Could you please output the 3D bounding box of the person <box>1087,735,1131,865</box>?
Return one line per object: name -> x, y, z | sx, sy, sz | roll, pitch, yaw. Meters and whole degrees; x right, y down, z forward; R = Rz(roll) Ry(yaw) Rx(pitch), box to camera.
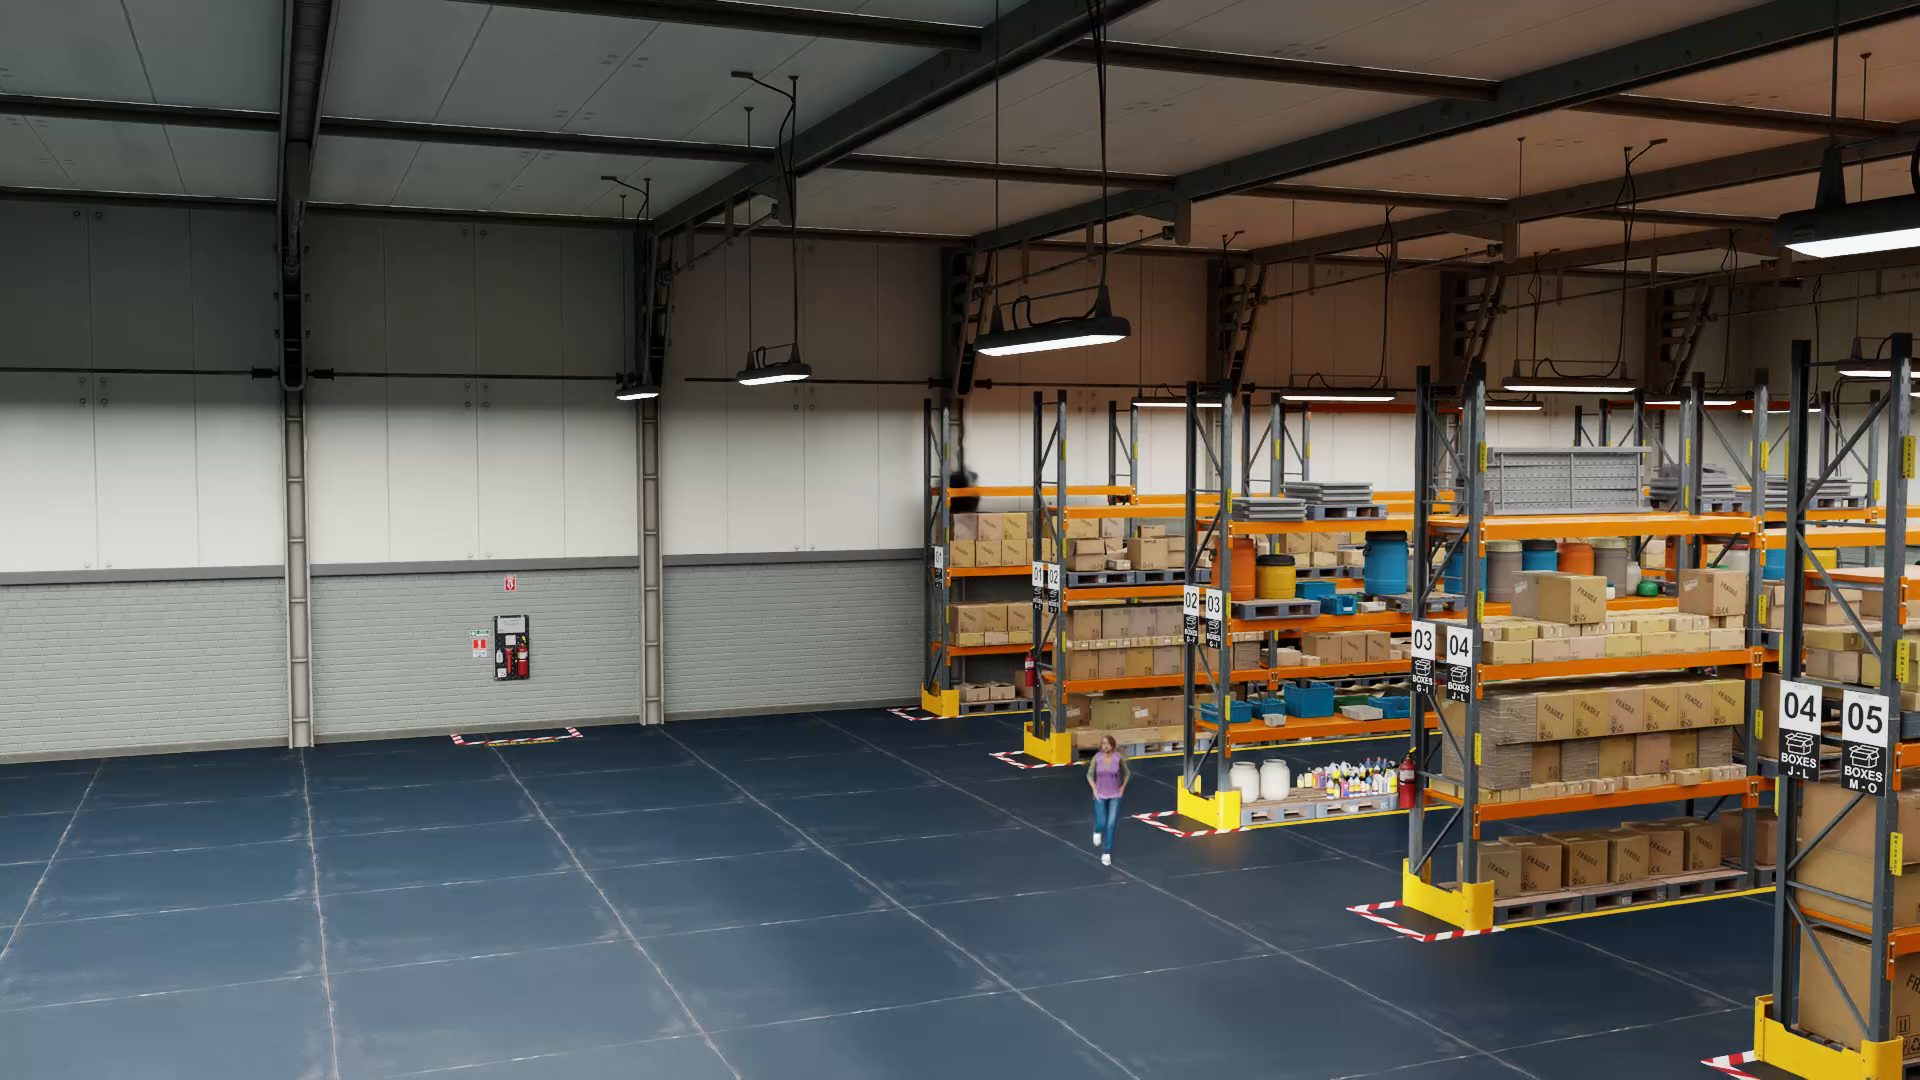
person -> 1.843, 3.182, 20.600 | 0.539, 1.579, 0.614 | 0, 3, 5
